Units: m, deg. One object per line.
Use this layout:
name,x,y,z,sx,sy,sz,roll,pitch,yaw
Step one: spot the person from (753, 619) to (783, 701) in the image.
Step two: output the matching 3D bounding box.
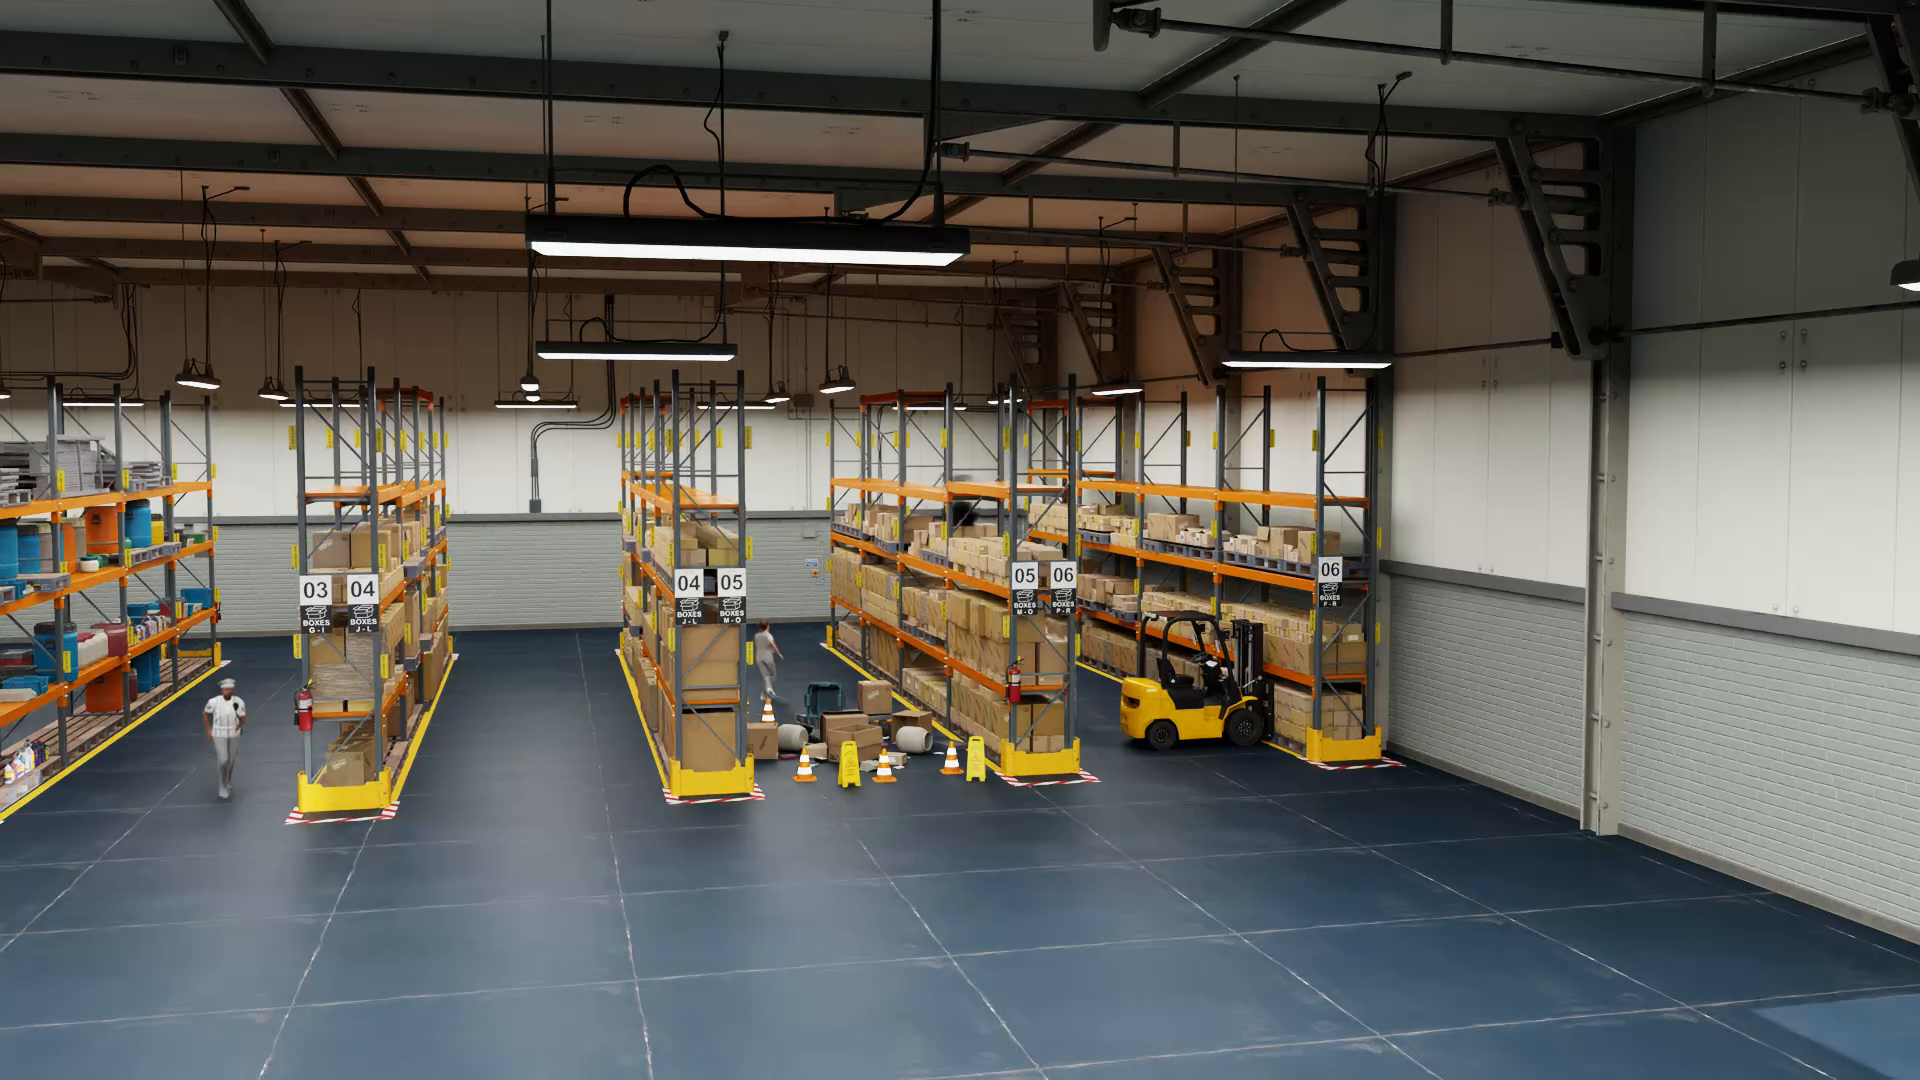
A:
person,-3.728,2.331,31.873,0.677,1.608,0.626,1,4,18

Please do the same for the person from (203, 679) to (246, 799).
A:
person,-10.343,2.785,23.427,0.517,1.705,0.819,-2,4,-36
